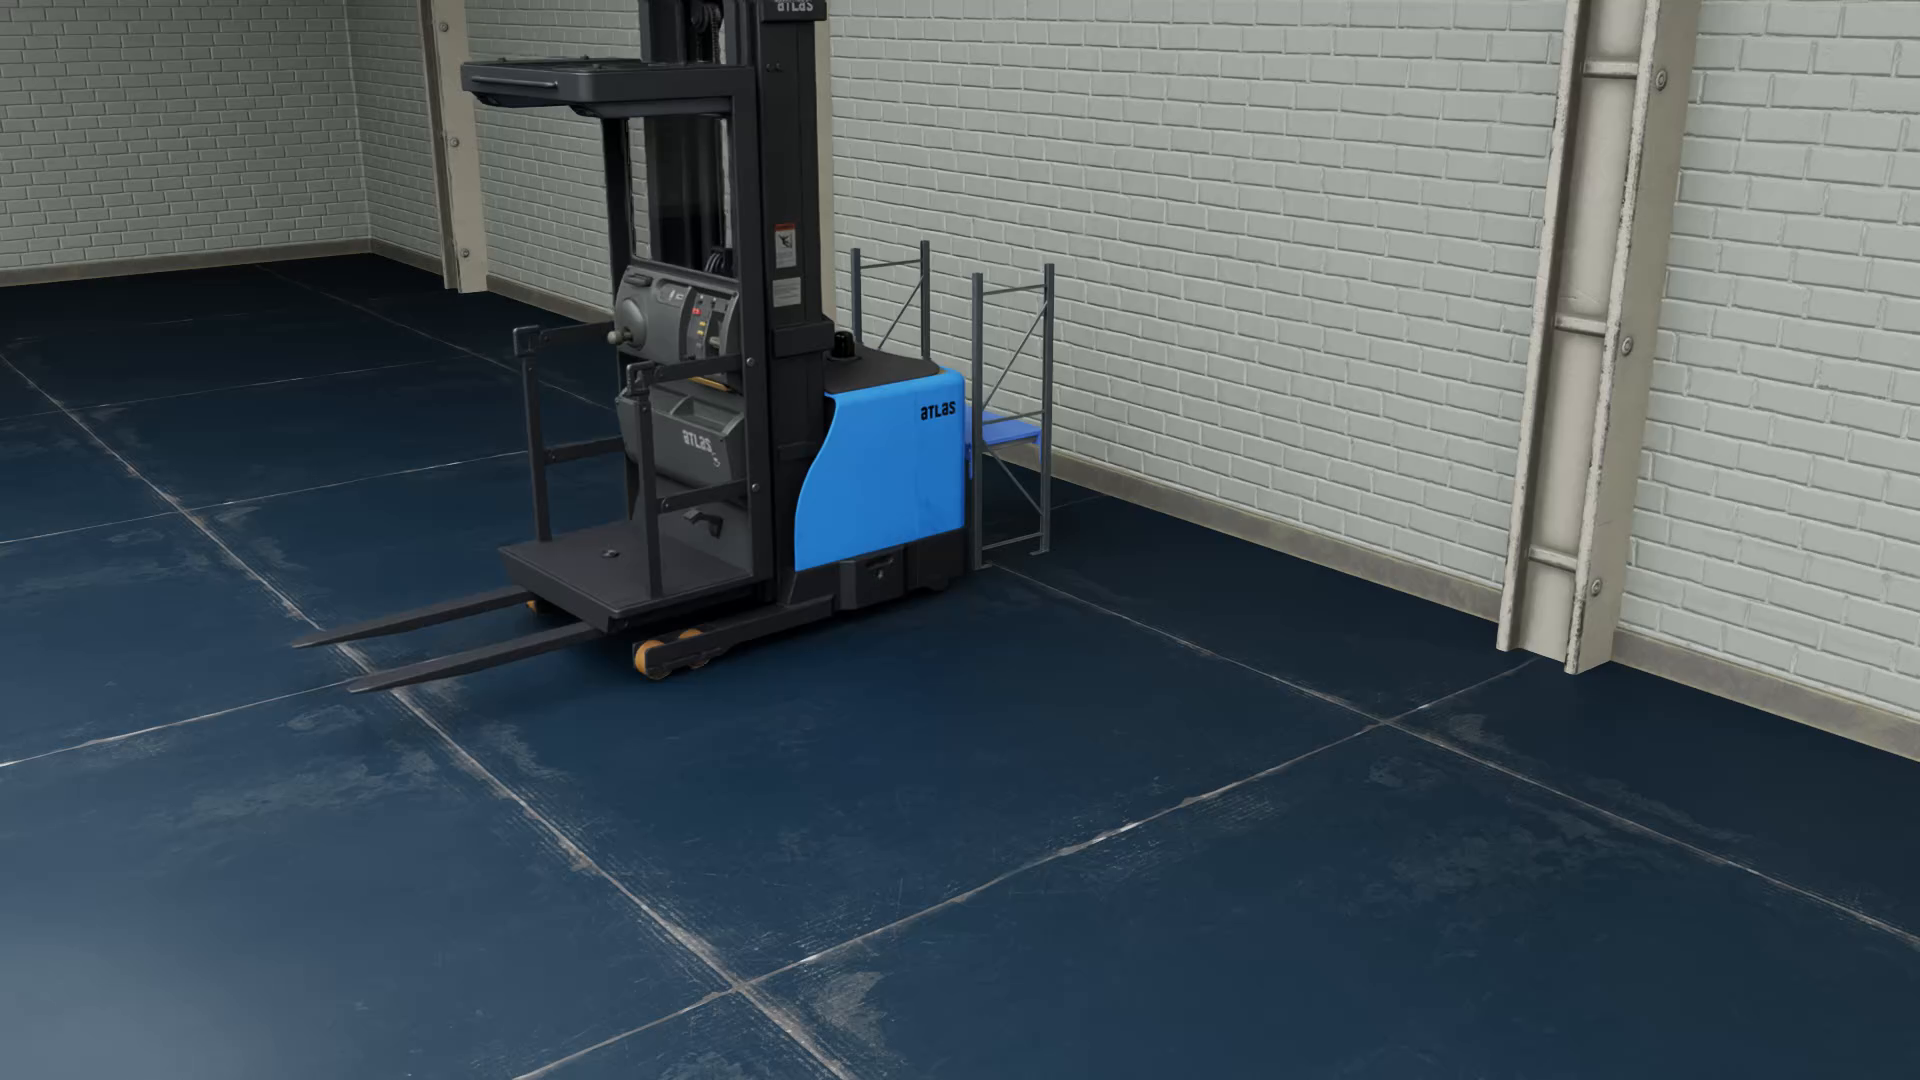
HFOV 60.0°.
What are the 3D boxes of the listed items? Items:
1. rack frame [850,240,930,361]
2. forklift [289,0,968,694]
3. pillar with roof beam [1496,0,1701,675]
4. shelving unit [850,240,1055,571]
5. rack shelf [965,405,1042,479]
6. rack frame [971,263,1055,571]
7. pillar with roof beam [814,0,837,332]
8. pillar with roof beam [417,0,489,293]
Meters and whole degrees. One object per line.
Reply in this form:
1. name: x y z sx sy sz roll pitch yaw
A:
1. rack frame: -0.369 -0.858 9.068 0.500 1.500 0.032 -14 23 -36
2. forklift: -1.407 -0.983 7.170 3.031 2.935 1.130 -15 24 -38
3. pillar with roof beam: -0.746 -2.932 3.402 9.100 9.000 0.400 -14 23 -36
4. shelving unit: -0.053 -0.733 8.690 0.538 1.500 1.048 -14 23 -36
5. rack shelf: -0.053 -0.562 8.747 0.538 0.185 1.000 -14 23 -36
6. rack frame: 0.263 -0.608 8.312 0.500 1.500 0.032 -14 23 -36
7. pillar with roof beam: -4.472 -4.411 7.867 9.100 9.000 0.400 -14 23 -36
8. pillar with roof beam: -8.197 -5.889 12.332 9.100 9.000 0.400 -14 23 -36
